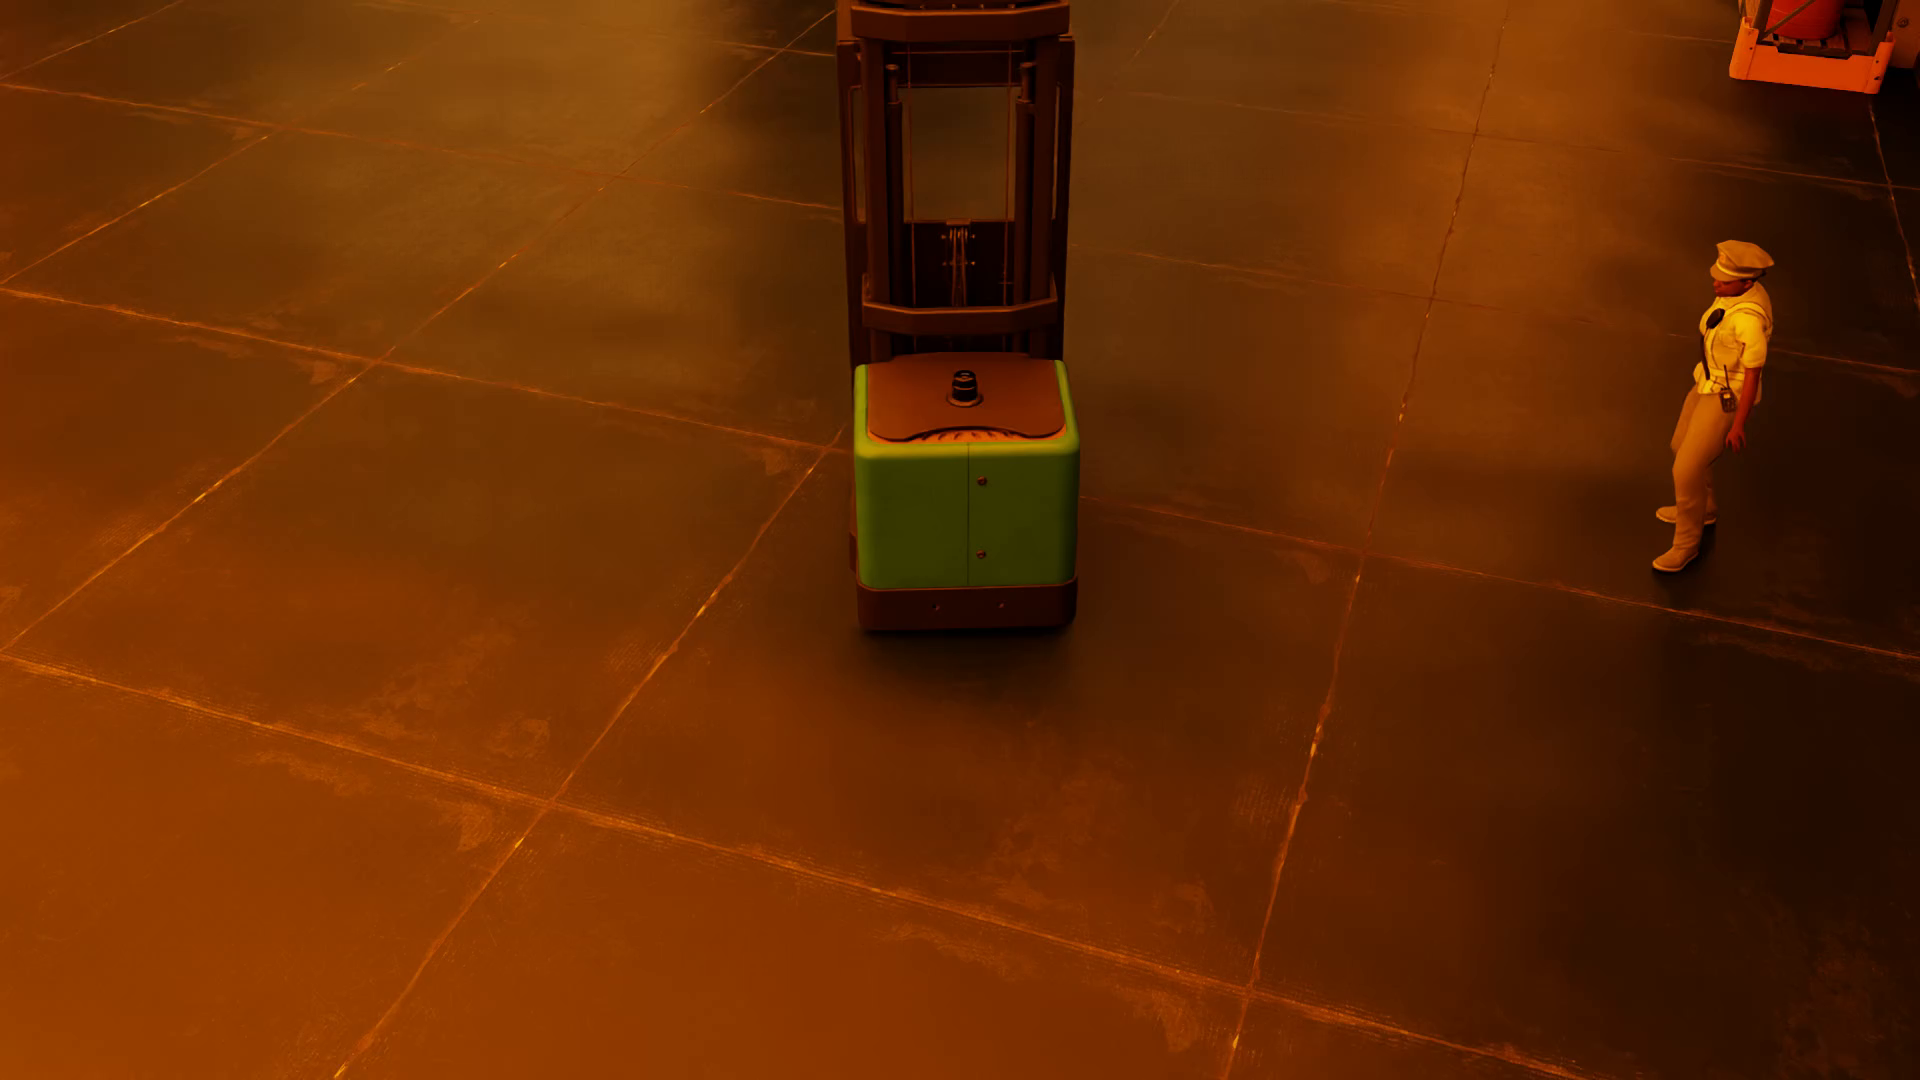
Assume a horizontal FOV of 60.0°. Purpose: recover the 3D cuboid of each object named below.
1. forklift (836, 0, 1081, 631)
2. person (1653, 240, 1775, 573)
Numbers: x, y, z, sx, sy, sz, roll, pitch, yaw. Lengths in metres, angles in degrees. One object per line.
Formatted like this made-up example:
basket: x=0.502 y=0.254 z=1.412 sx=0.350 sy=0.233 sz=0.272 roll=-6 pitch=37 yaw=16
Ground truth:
forklift: x=-0.032 y=-1.591 z=8.354 sx=1.130 sy=2.935 sz=3.031 roll=-2 pitch=35 yaw=-2
person: x=3.747 y=-0.693 z=8.229 sx=0.409 sy=1.631 sz=0.796 roll=7 pitch=36 yaw=10
